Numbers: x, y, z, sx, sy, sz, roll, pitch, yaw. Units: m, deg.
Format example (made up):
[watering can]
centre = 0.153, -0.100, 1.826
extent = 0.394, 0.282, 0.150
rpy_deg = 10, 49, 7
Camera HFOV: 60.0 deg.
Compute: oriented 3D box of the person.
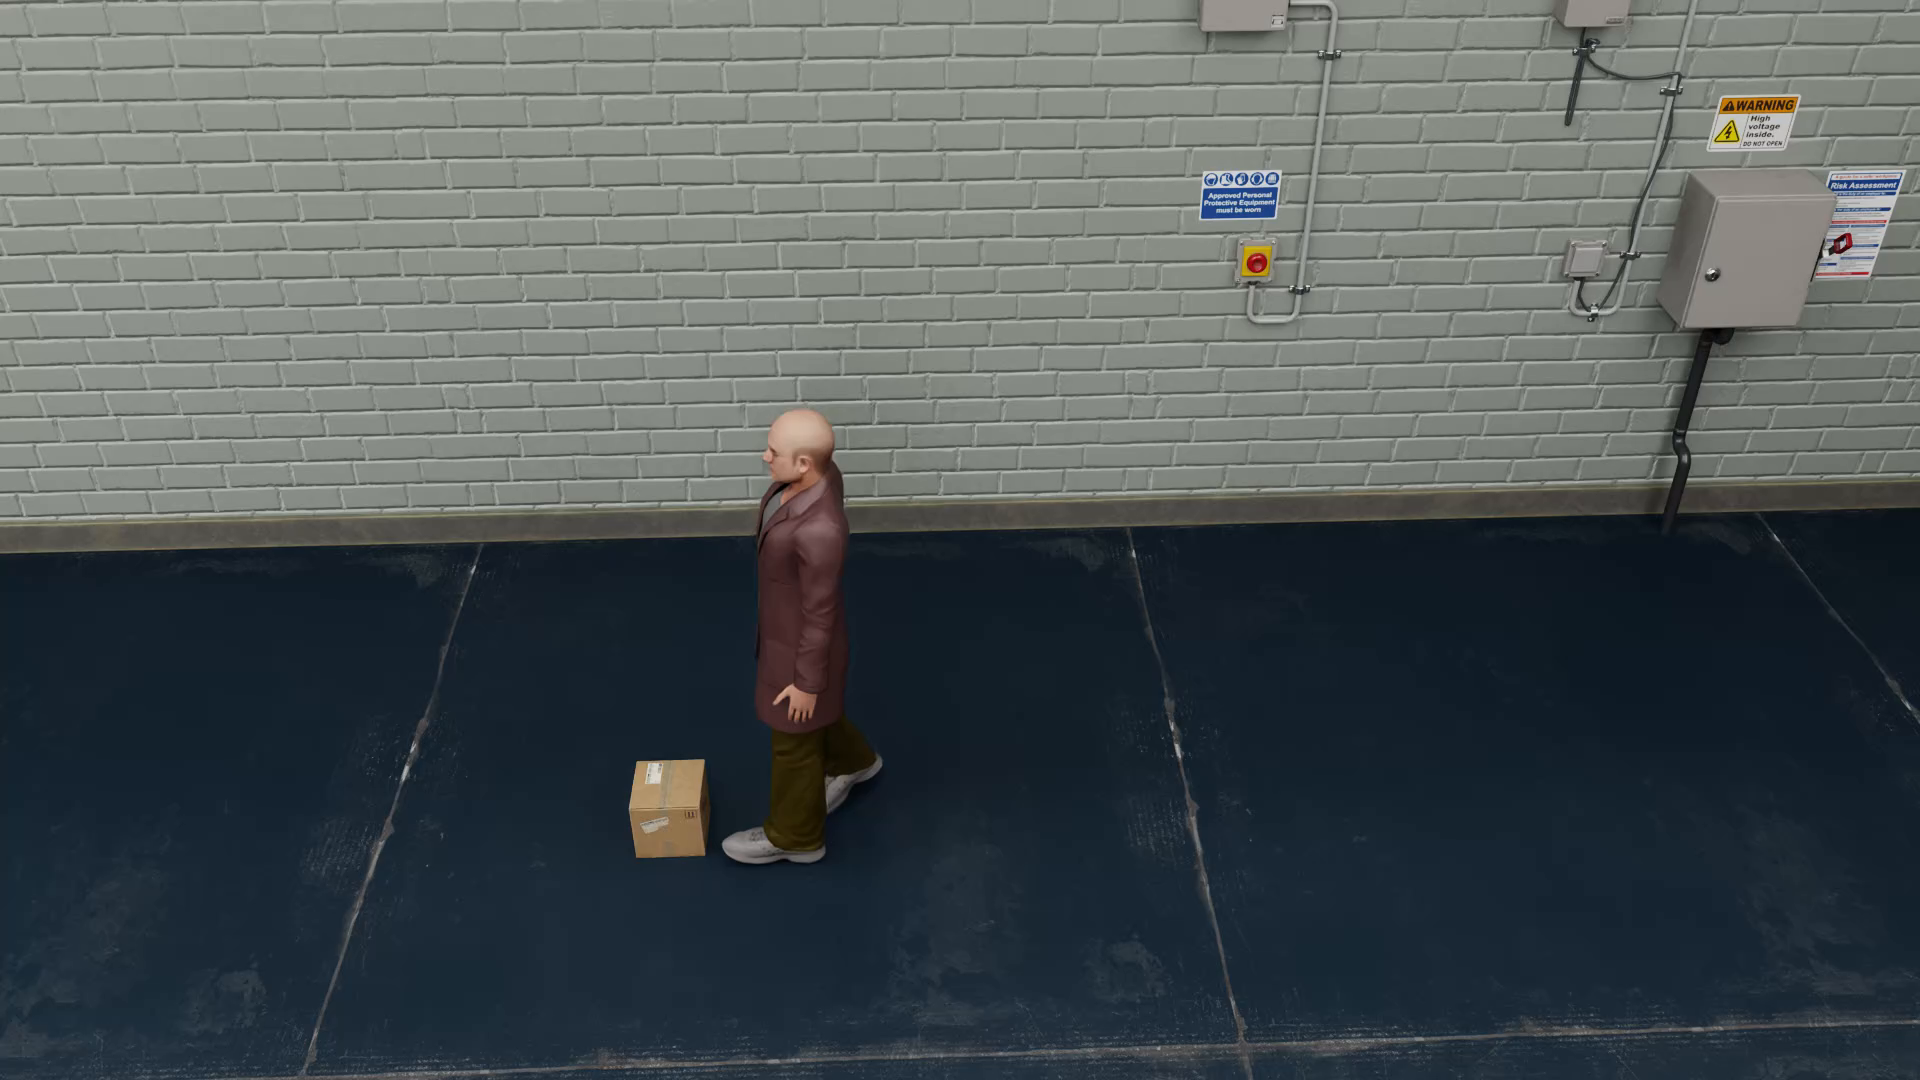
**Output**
[person]
centre = -0.567, 0.350, 5.650
extent = 0.617, 1.788, 0.619
rpy_deg = -4, 35, -6
